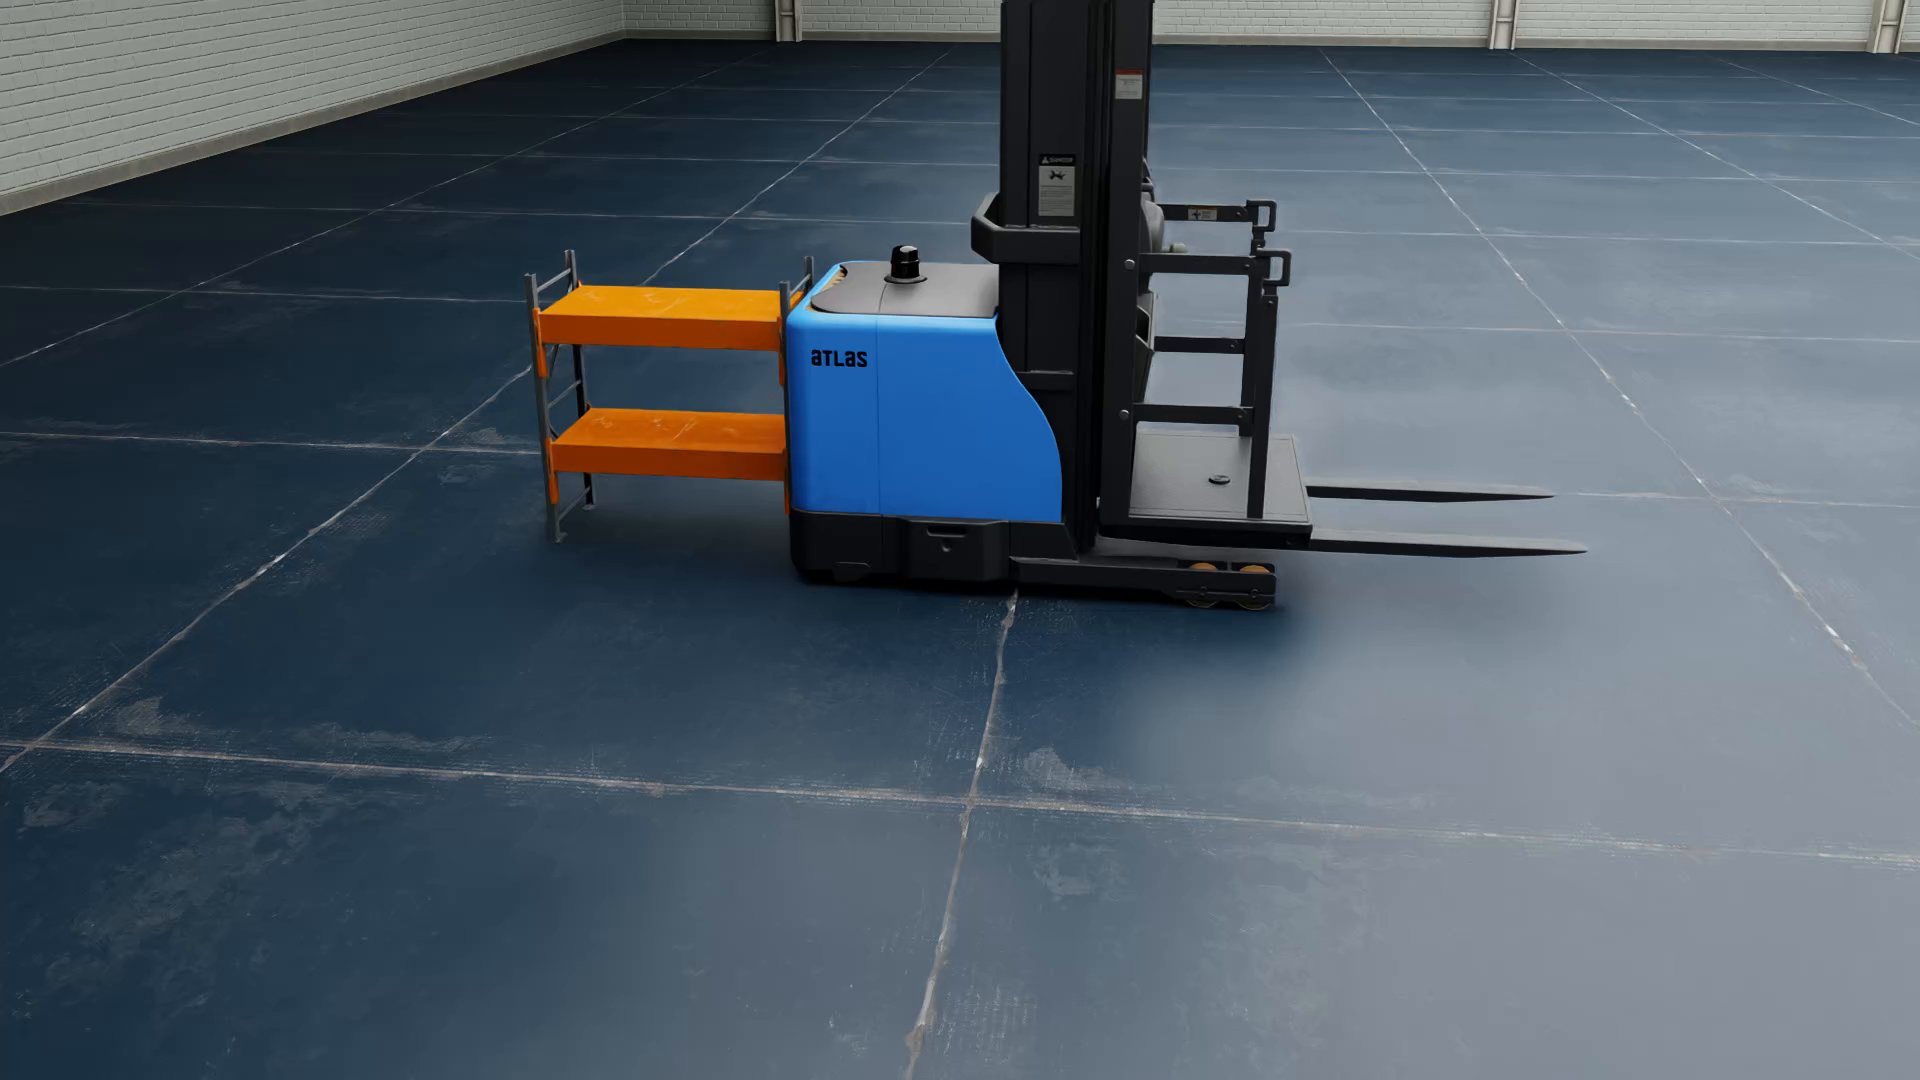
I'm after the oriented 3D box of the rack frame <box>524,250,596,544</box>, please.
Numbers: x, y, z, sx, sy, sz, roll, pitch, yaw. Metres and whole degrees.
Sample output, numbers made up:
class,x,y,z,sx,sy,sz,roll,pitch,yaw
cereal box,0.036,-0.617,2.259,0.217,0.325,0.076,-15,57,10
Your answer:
class,x,y,z,sx,sy,sz,roll,pitch,yaw
rack frame,-1.656,-0.599,6.926,0.032,1.125,0.500,3,22,7

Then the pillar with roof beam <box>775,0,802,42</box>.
class,x,y,z,sx,sy,sz,roll,pitch,yaw
pillar with roof beam,-3.470,-11.283,23.240,0.400,9.000,9.100,2,22,6

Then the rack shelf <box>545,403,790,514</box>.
class,x,y,z,sx,sy,sz,roll,pitch,yaw
rack shelf,-1.152,-0.349,6.957,1.000,0.278,0.538,3,22,7

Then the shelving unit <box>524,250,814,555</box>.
class,x,y,z,sx,sy,sz,roll,pitch,yaw
shelving unit,-1.152,-0.576,6.868,1.048,1.125,0.538,3,22,7

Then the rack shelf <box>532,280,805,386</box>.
class,x,y,z,sx,sy,sz,roll,pitch,yaw
rack shelf,-1.152,-0.848,6.760,1.000,0.278,0.538,3,22,7

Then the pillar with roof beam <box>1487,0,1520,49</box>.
class,x,y,z,sx,sy,sz,roll,pitch,yaw
pillar with roof beam,8.447,-10.764,21.927,0.400,9.000,9.100,2,22,6

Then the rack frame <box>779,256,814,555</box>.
class,x,y,z,sx,sy,sz,roll,pitch,yaw
rack frame,-0.648,-0.553,6.809,0.032,1.125,0.500,3,22,7

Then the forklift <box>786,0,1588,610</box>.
class,x,y,z,sx,sy,sz,roll,pitch,yaw
forklift,0.893,-1.306,6.256,3.031,2.935,1.130,3,22,7

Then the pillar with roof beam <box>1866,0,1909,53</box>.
class,x,y,z,sx,sy,sz,roll,pitch,yaw
pillar with roof beam,14.405,-10.504,21.270,0.400,9.000,9.100,2,22,6
